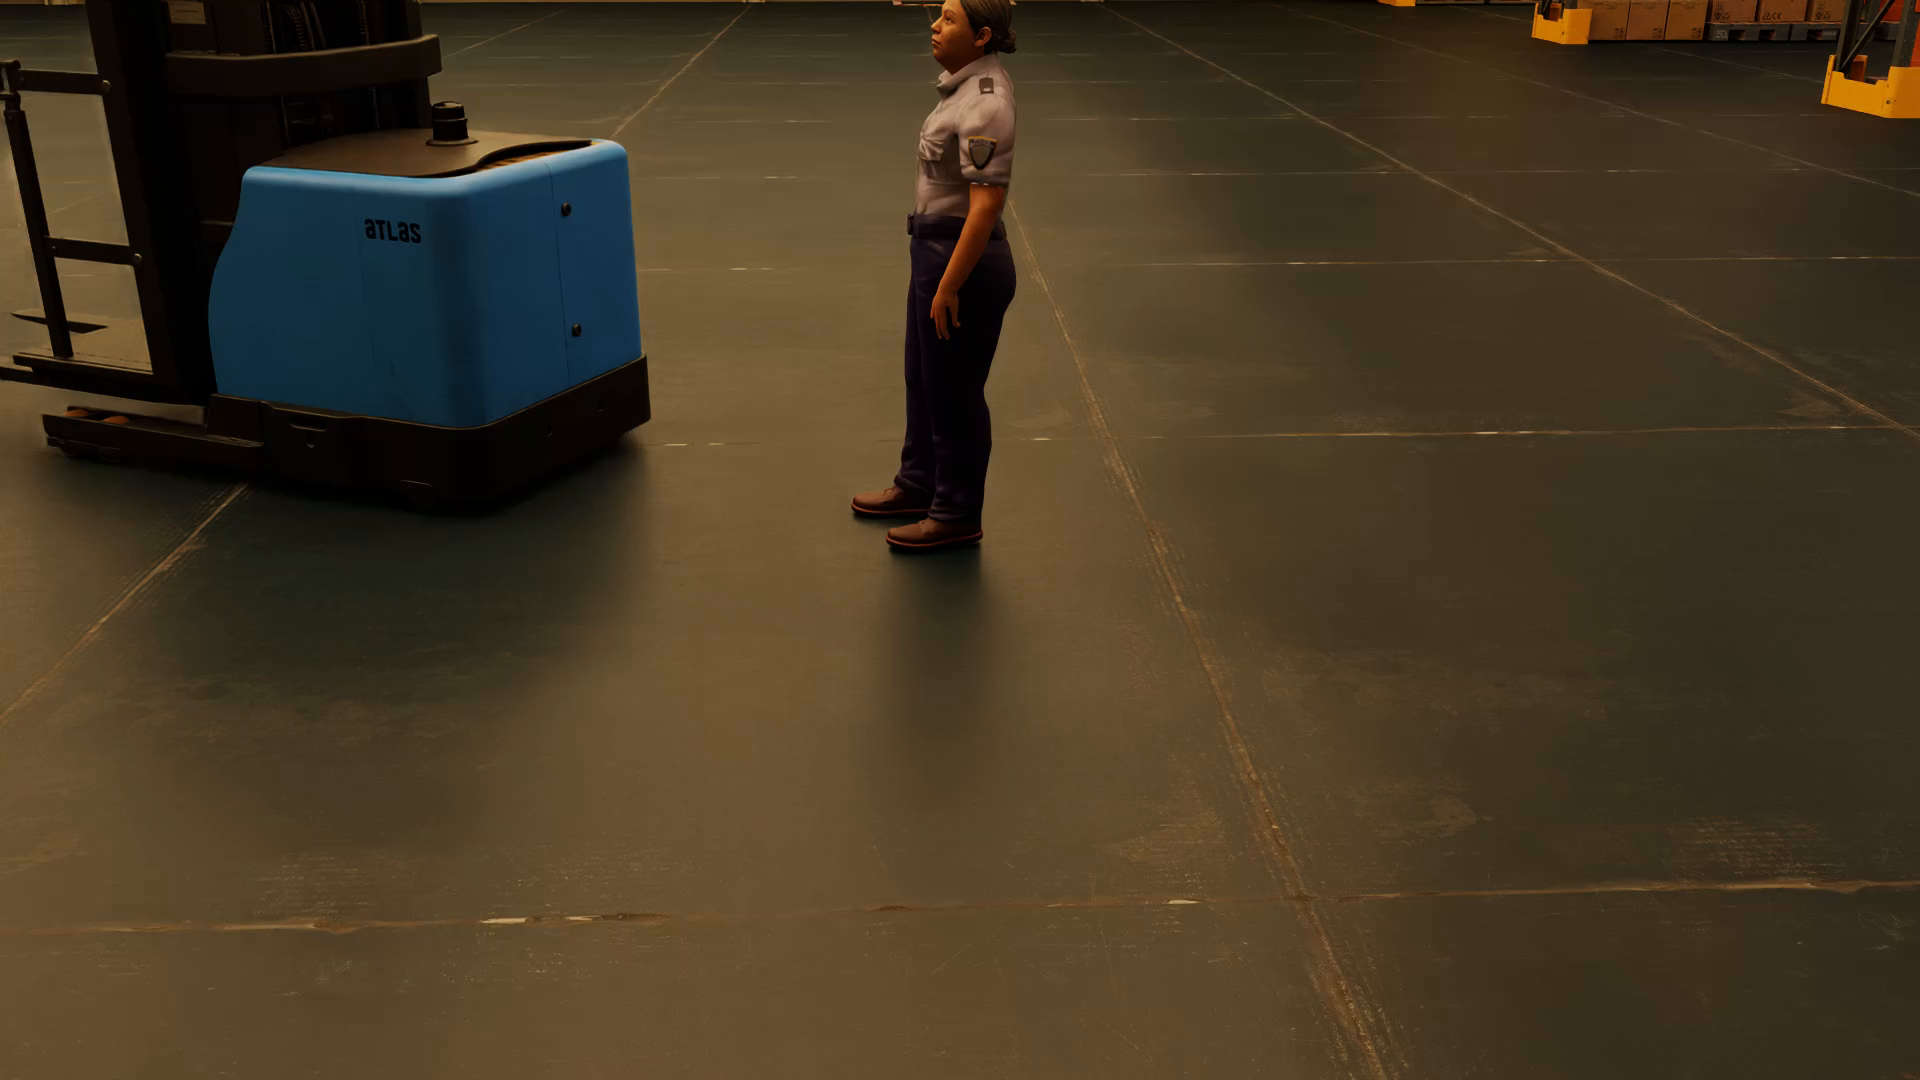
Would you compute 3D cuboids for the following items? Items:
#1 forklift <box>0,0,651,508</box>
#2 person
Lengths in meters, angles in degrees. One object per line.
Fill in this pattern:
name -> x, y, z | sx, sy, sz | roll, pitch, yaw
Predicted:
forklift -> -2.703, -1.801, 5.750 | 3.031, 2.935, 1.130 | 9, 23, 21
person -> -0.091, -0.780, 4.886 | 0.502, 1.651, 0.598 | -1, 21, -3
